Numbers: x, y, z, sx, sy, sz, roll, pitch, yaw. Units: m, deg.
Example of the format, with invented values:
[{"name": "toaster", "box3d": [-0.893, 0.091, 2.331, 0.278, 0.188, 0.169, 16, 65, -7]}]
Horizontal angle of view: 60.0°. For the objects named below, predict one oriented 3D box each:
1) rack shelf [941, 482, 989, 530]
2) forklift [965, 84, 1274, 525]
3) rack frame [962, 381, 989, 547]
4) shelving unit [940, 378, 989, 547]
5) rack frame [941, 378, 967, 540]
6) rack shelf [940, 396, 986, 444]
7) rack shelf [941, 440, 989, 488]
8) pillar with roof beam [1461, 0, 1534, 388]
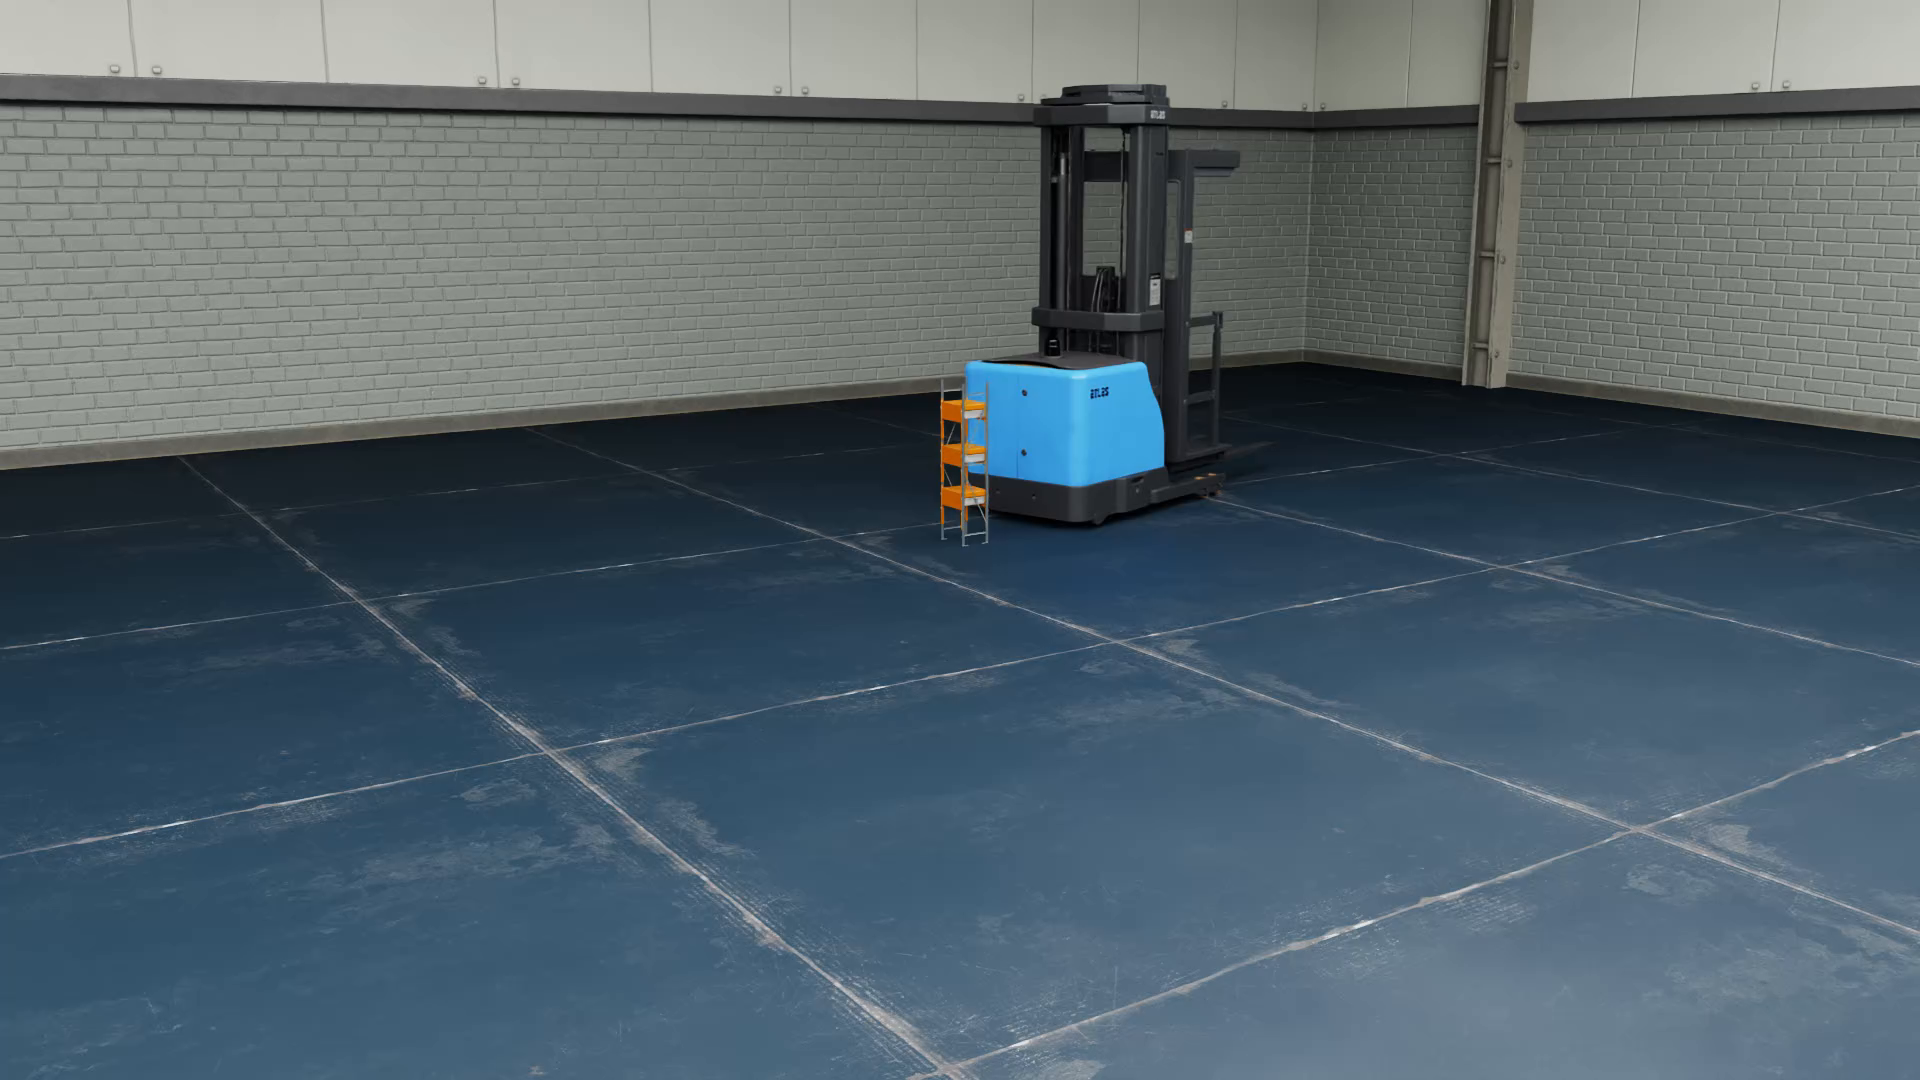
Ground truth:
[{"name": "rack shelf", "box3d": [0.030, -0.222, 10.768, 0.215, 0.259, 0.240, -8, 15, -33]}, {"name": "forklift", "box3d": [1.329, -1.792, 12.196, 1.130, 2.935, 3.031, 10, 16, 38]}, {"name": "rack frame", "box3d": [0.097, -0.482, 10.607, 0.200, 1.050, 0.008, -8, 15, -33]}, {"name": "shelving unit", "box3d": [0.030, -0.503, 10.706, 0.215, 1.050, 0.252, -8, 15, -33]}, {"name": "rack frame", "box3d": [-0.038, -0.525, 10.805, 0.200, 1.050, 0.008, -8, 15, -33]}, {"name": "rack shelf", "box3d": [0.030, -0.770, 10.648, 0.215, 0.259, 0.240, -8, 15, -33]}, {"name": "rack shelf", "box3d": [0.030, -0.493, 10.708, 0.215, 0.259, 0.240, -8, 15, -33]}, {"name": "pillar with roof beam", "box3d": [2.364, -5.639, 15.582, 9.100, 9.000, 0.400, -8, 15, -33]}]
